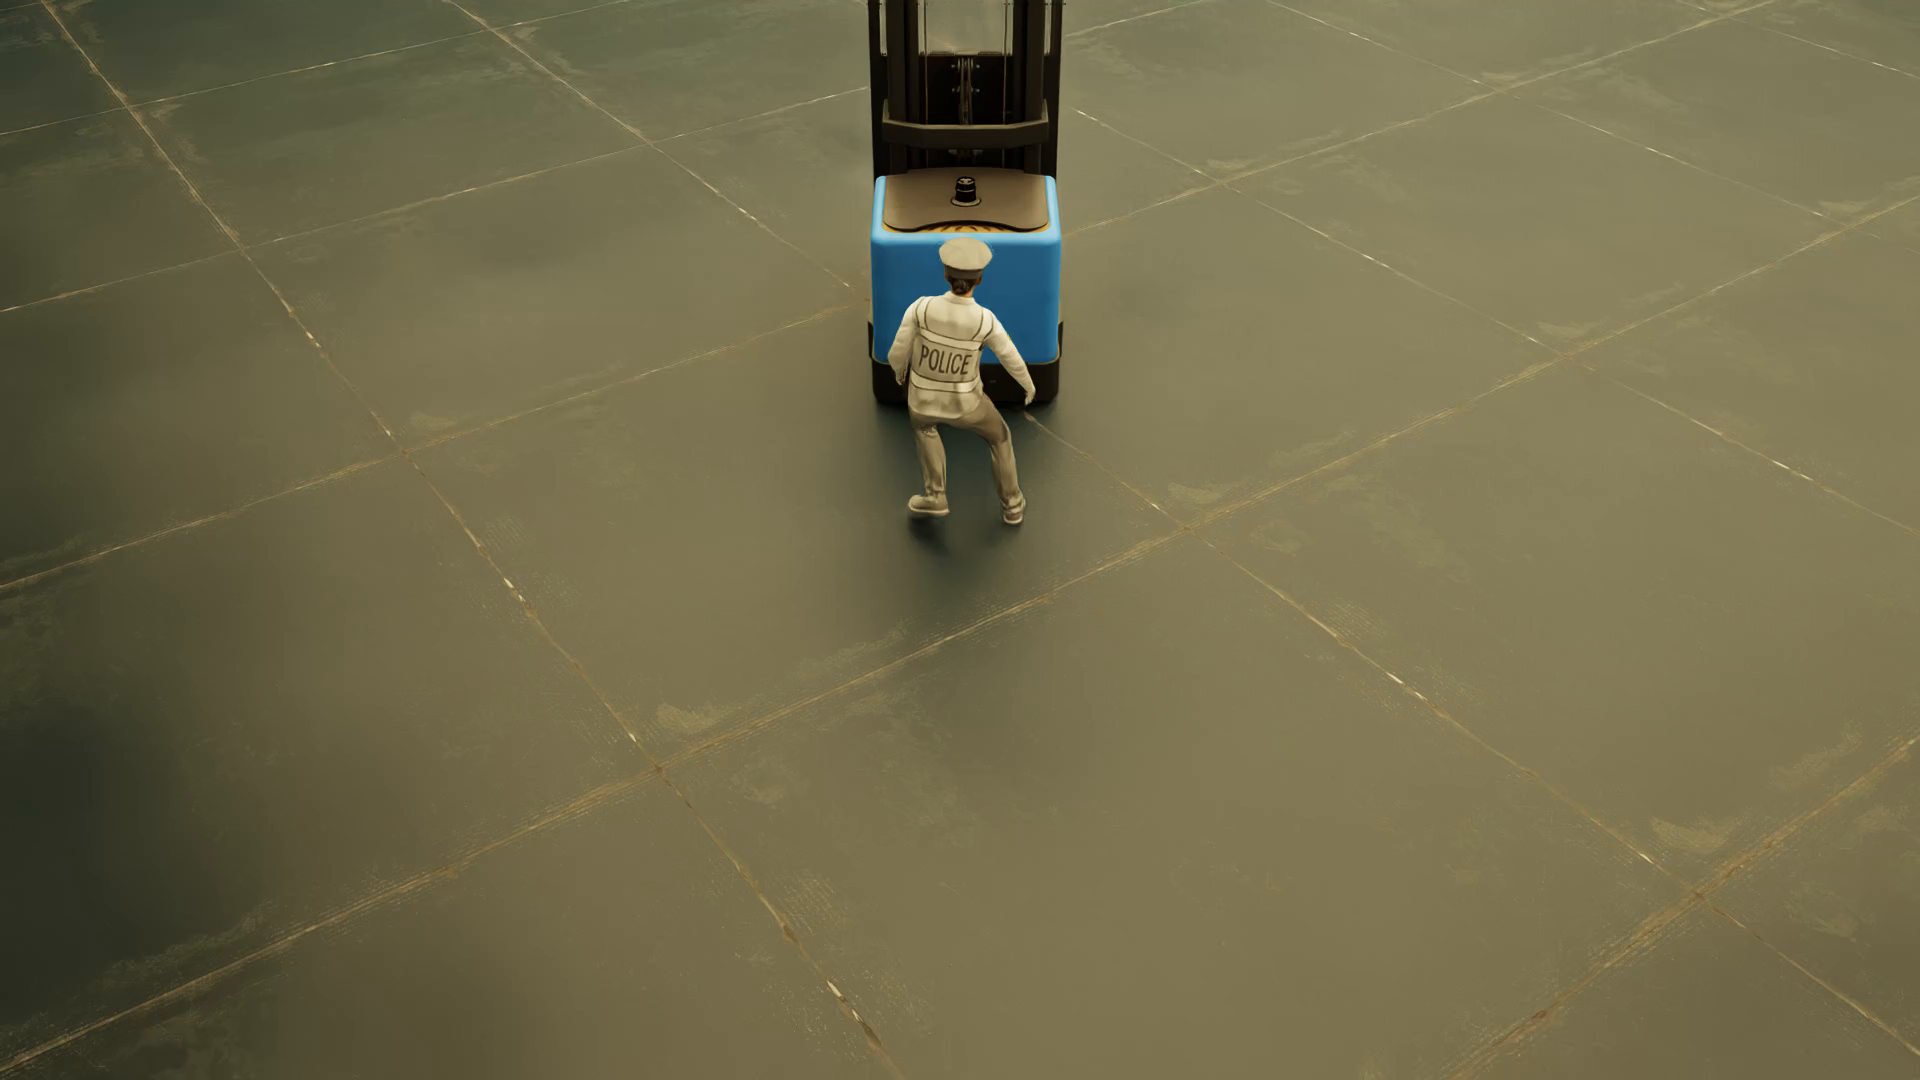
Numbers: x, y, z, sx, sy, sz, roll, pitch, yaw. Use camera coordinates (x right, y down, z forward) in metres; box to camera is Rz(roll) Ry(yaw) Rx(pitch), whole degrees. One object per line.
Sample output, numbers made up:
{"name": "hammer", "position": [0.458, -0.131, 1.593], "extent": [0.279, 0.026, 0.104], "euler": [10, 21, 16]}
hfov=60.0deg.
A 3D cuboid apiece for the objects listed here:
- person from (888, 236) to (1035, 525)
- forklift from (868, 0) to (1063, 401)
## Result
{"name": "person", "position": [0.012, -0.743, 8.086], "extent": [0.687, 1.569, 0.498], "euler": [4, 37, 6]}
{"name": "forklift", "position": [0.028, -2.800, 9.731], "extent": [1.130, 2.935, 3.031], "euler": [0, 36, 0]}
